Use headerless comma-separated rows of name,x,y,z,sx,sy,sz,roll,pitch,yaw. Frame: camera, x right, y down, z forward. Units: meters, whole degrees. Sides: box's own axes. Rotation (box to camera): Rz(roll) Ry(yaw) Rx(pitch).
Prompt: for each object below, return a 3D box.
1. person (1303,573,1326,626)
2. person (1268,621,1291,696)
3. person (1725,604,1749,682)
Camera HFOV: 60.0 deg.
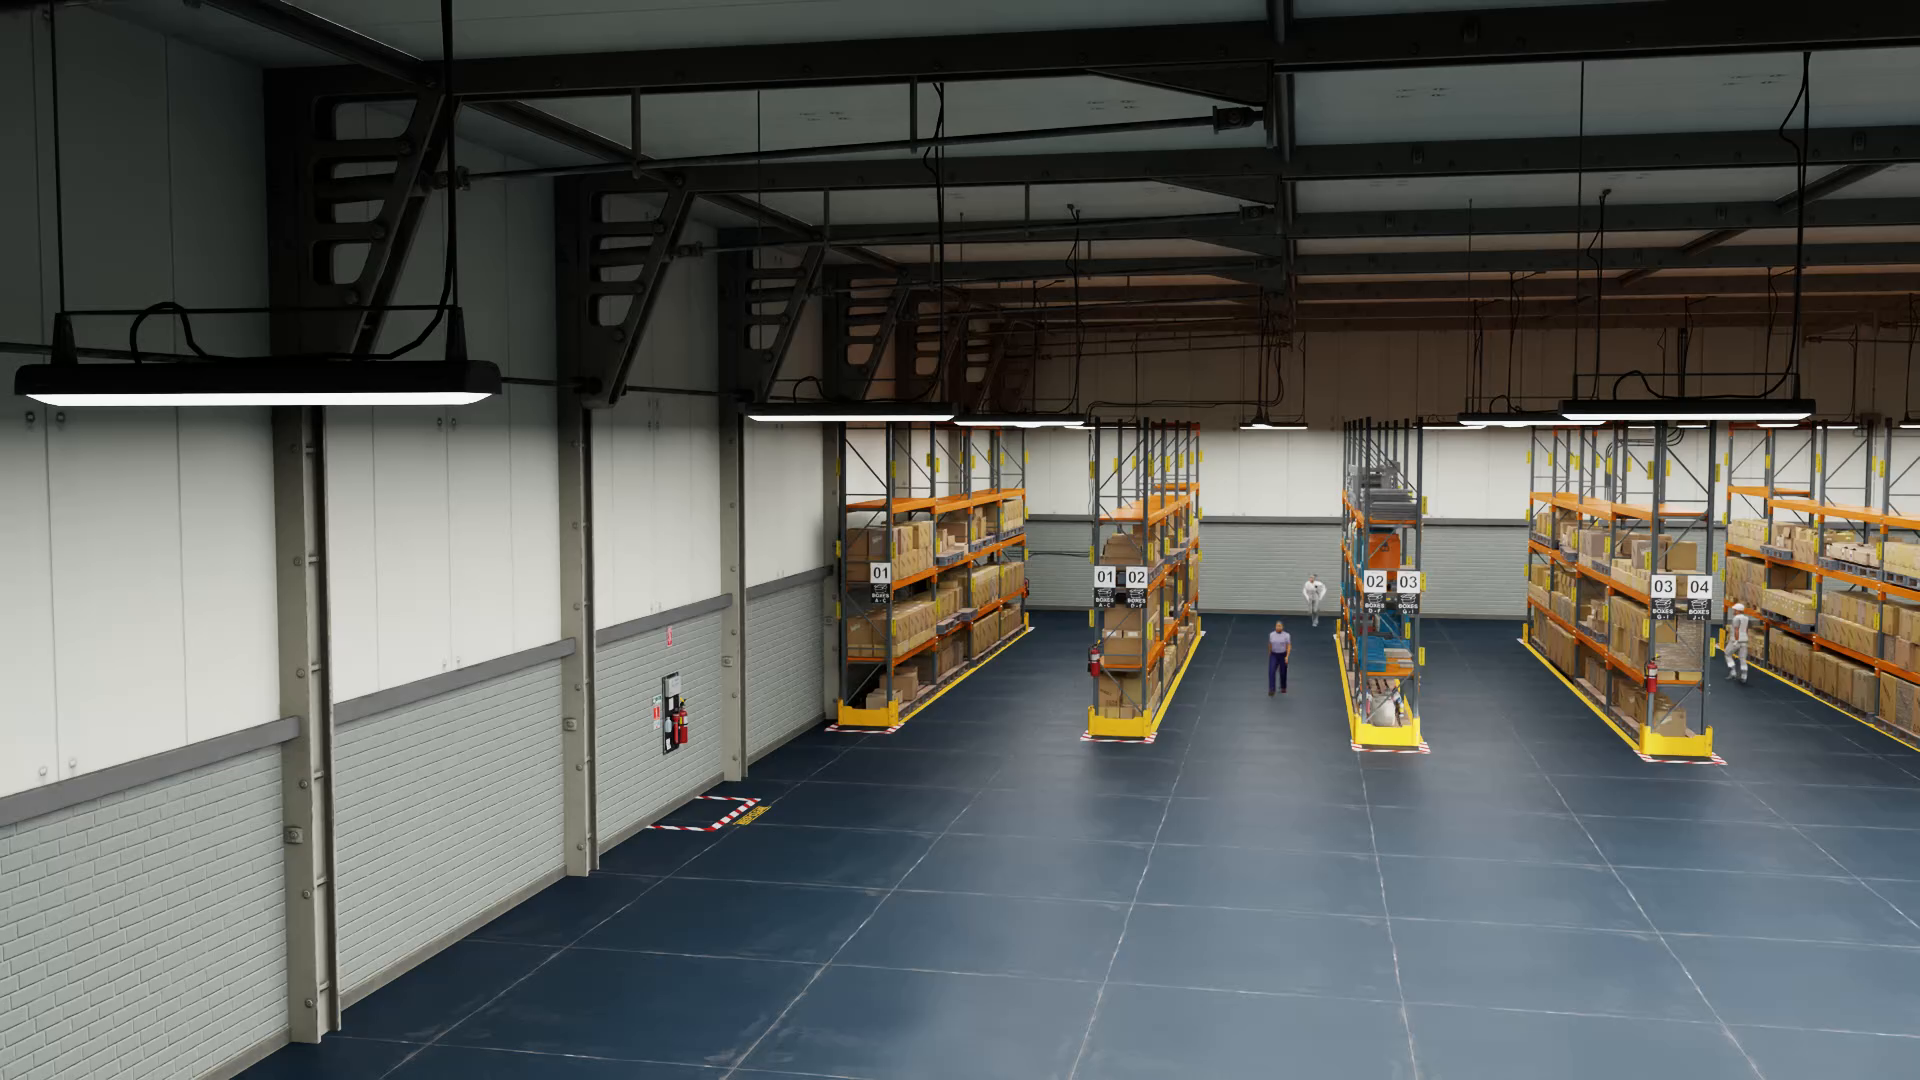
person,10.451,1.753,48.967,0.663,1.600,0.688,2,4,23
person,6.935,2.568,36.089,0.491,1.586,0.931,1,4,18
person,17.880,2.353,38.116,0.519,1.781,0.535,-1,4,-9
